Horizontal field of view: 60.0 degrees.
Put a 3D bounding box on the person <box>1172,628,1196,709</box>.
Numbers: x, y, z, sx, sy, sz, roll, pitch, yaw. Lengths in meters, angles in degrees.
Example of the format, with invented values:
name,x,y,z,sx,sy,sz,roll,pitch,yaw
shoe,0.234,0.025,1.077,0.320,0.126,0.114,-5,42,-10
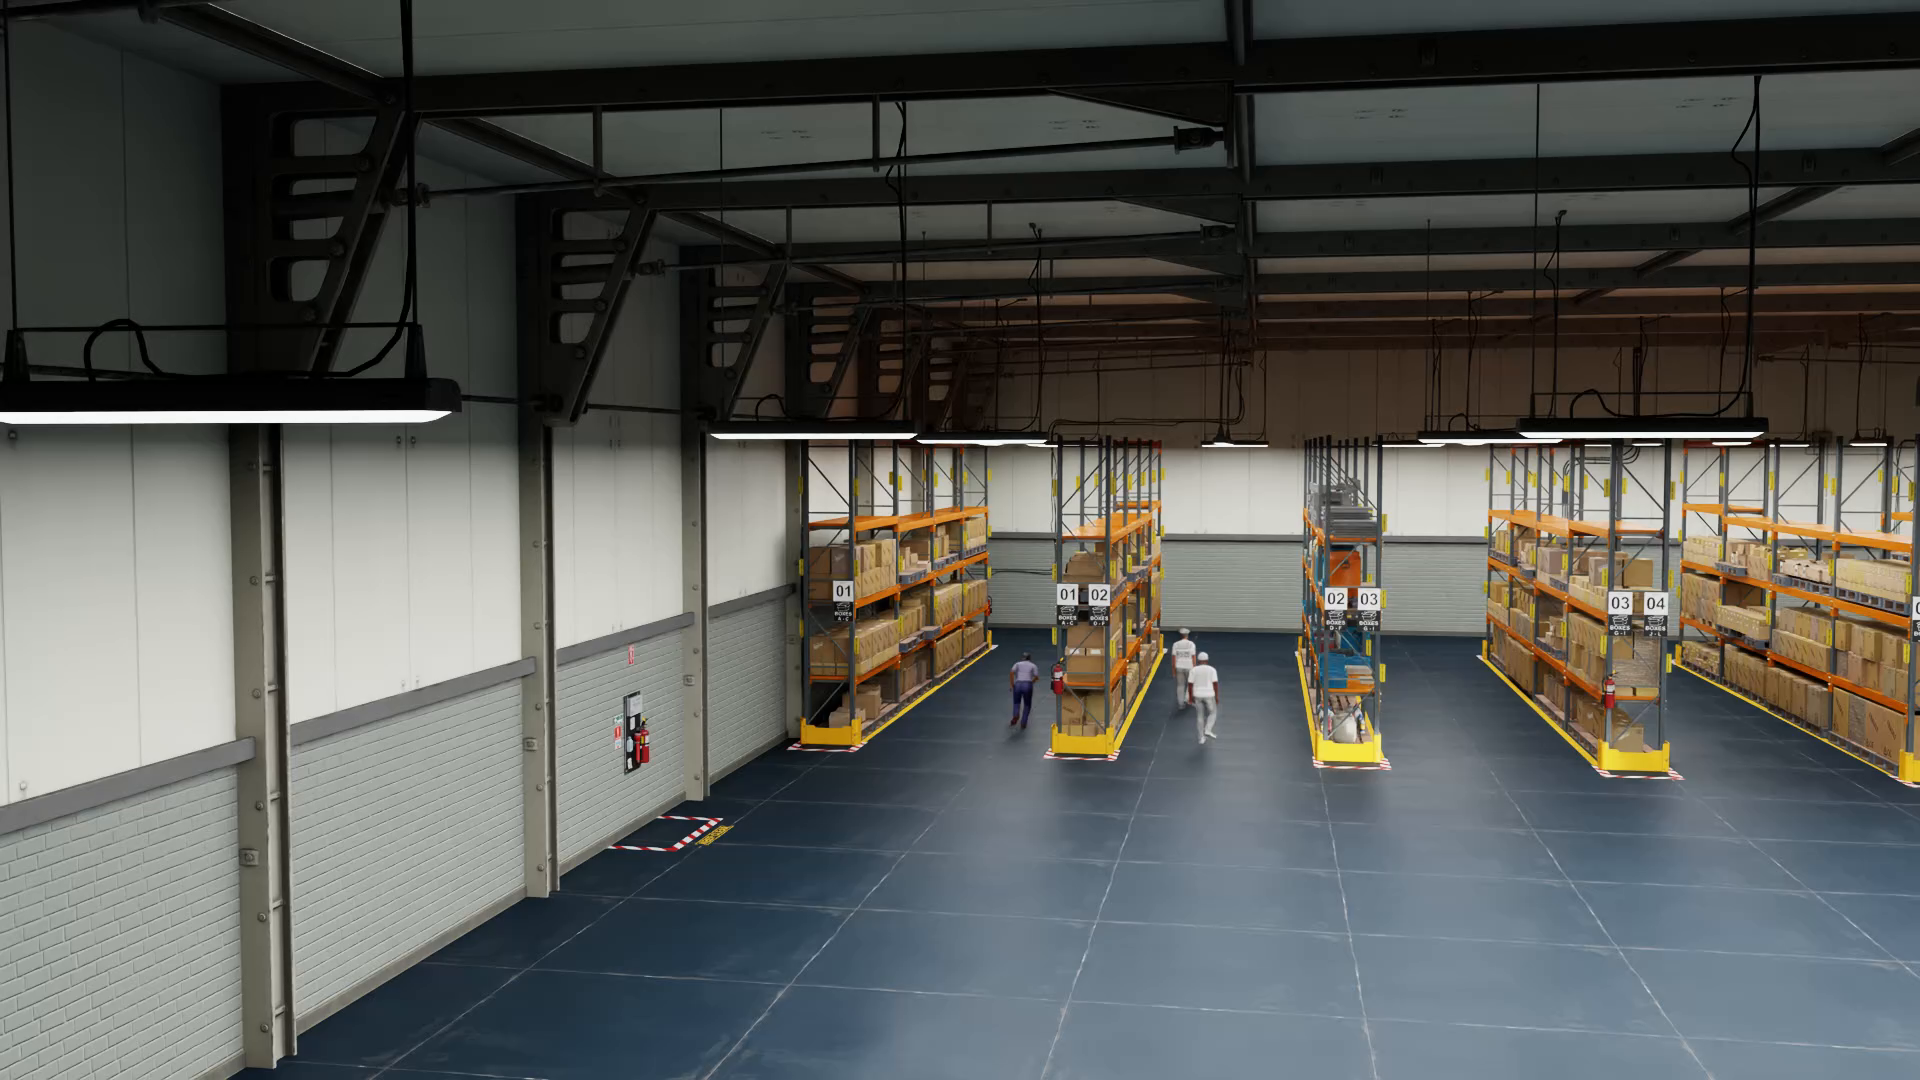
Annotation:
name,x,y,z,sx,sy,sz,roll,pitch,yaw
person,4.966,2.843,36.784,0.578,1.758,0.478,1,3,25

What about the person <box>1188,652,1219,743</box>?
name,x,y,z,sx,sy,sz,roll,pitch,yaw
person,4.766,3.077,32.541,0.613,1.753,0.489,1,3,22

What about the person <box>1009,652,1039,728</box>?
name,x,y,z,sx,sy,sz,roll,pitch,yaw
person,1.329,3.093,34.505,0.586,1.542,0.721,1,3,12
